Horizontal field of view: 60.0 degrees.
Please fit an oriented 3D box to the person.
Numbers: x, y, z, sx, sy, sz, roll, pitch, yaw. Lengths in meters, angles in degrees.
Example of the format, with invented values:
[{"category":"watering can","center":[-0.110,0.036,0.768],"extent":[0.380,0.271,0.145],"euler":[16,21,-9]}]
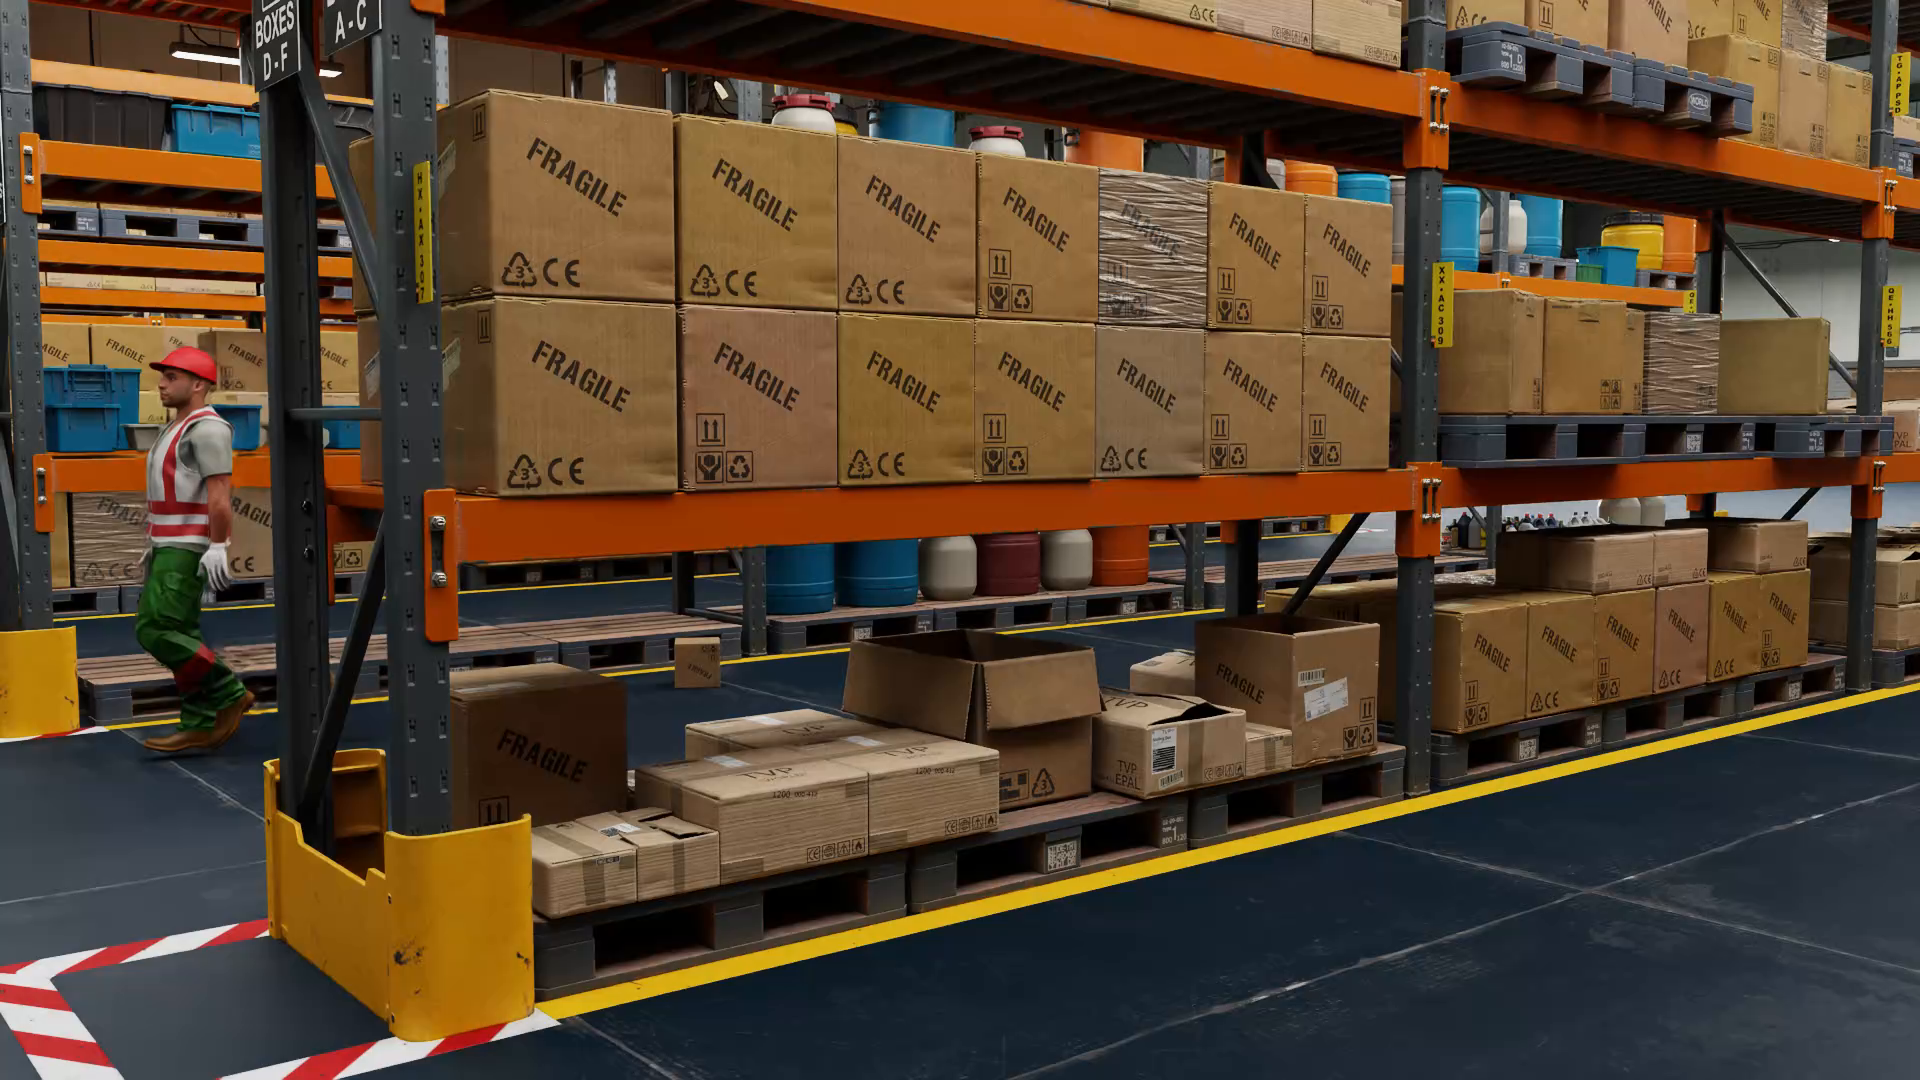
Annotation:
[{"category":"person","center":[-3.405,0.044,7.303],"extent":[0.487,1.776,0.556],"euler":[-3,5,-39]}]
